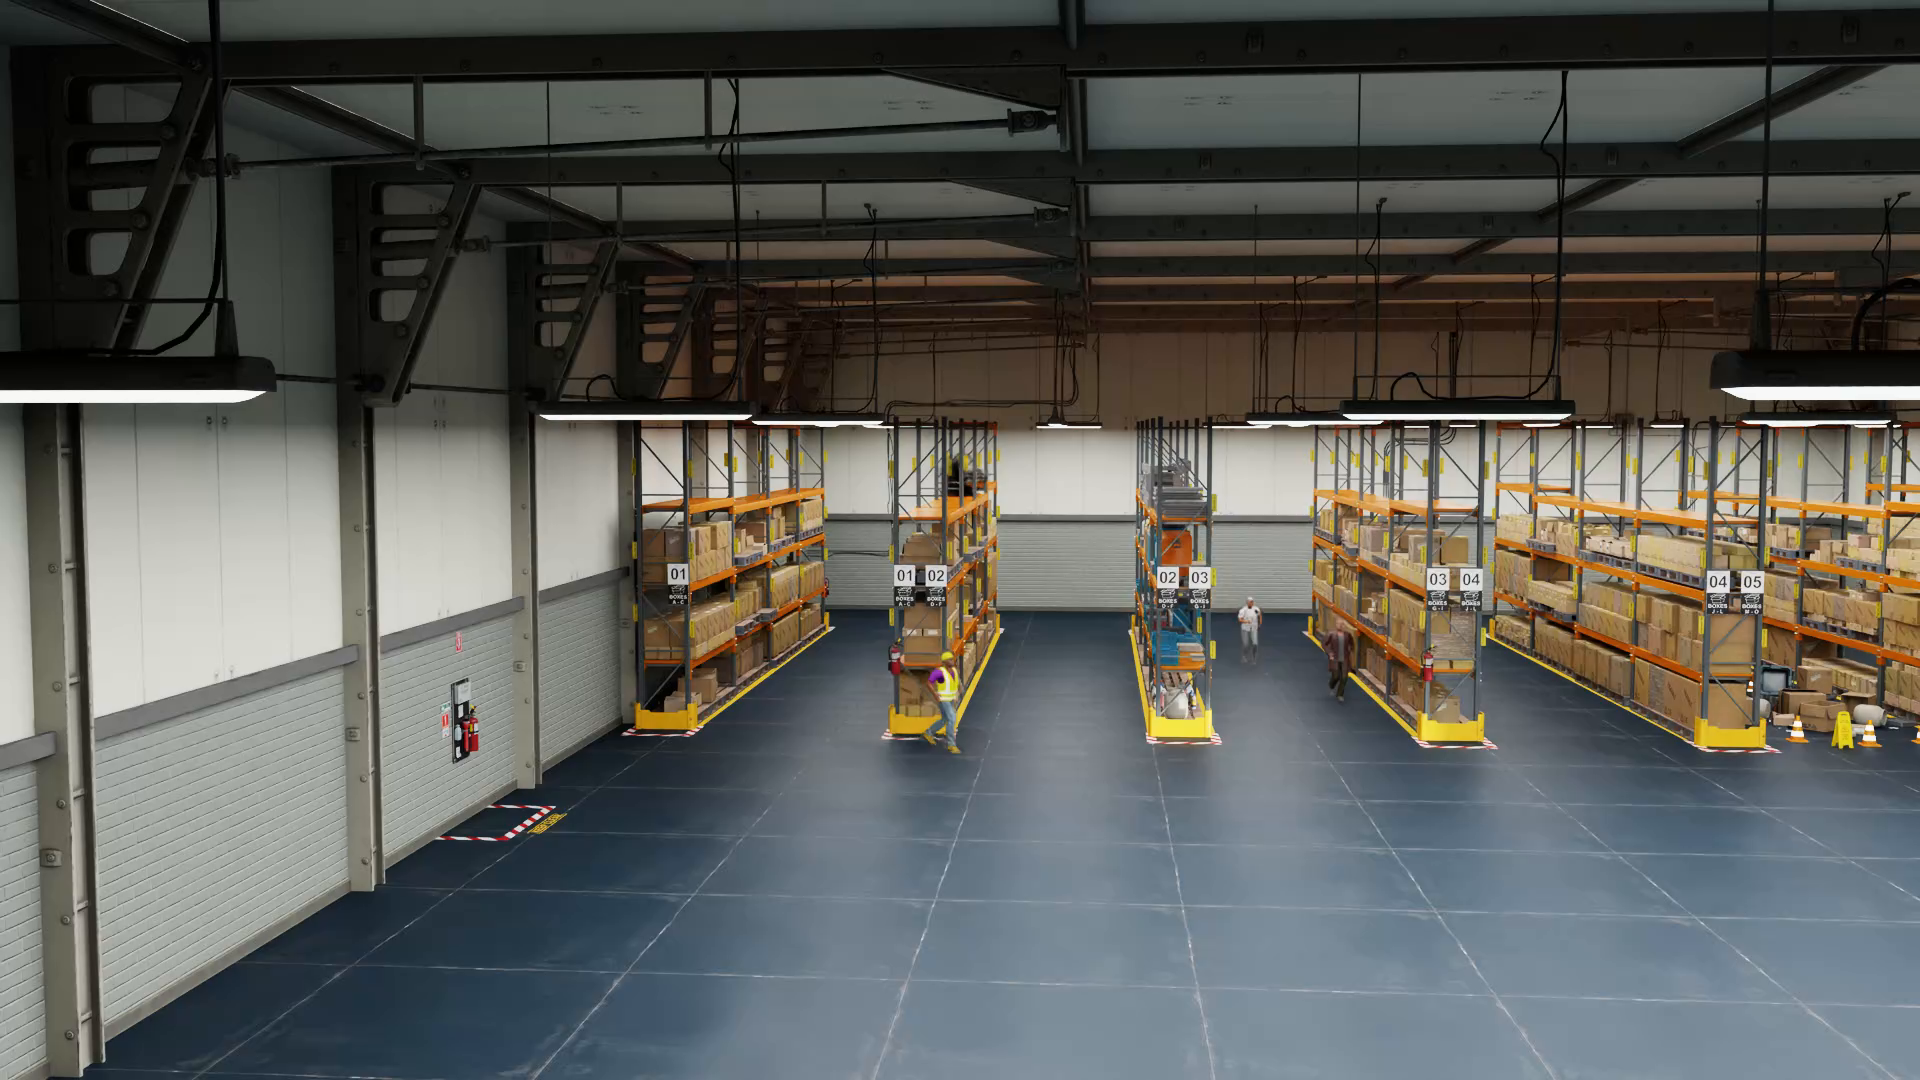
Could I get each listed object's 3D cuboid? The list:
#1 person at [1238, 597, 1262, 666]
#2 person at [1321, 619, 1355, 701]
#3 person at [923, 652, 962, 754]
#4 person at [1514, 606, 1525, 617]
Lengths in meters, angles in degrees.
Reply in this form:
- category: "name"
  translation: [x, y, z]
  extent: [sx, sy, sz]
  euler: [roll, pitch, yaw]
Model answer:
- category: "person"
  translation: [7.113, 2.251, 40.764]
  extent: [0.613, 1.723, 0.711]
  euler: [0, 4, 1]
- category: "person"
  translation: [8.055, 2.550, 35.300]
  extent: [0.708, 1.726, 0.660]
  euler: [0, 4, -2]
- category: "person"
  translation: [-0.282, 2.892, 29.843]
  extent: [0.865, 1.800, 0.708]
  euler: [2, 4, 31]
- category: "person"
  translation: [15.981, 1.823, 47.350]
  extent: [0.633, 1.665, 0.570]
  euler: [-3, 5, -41]
